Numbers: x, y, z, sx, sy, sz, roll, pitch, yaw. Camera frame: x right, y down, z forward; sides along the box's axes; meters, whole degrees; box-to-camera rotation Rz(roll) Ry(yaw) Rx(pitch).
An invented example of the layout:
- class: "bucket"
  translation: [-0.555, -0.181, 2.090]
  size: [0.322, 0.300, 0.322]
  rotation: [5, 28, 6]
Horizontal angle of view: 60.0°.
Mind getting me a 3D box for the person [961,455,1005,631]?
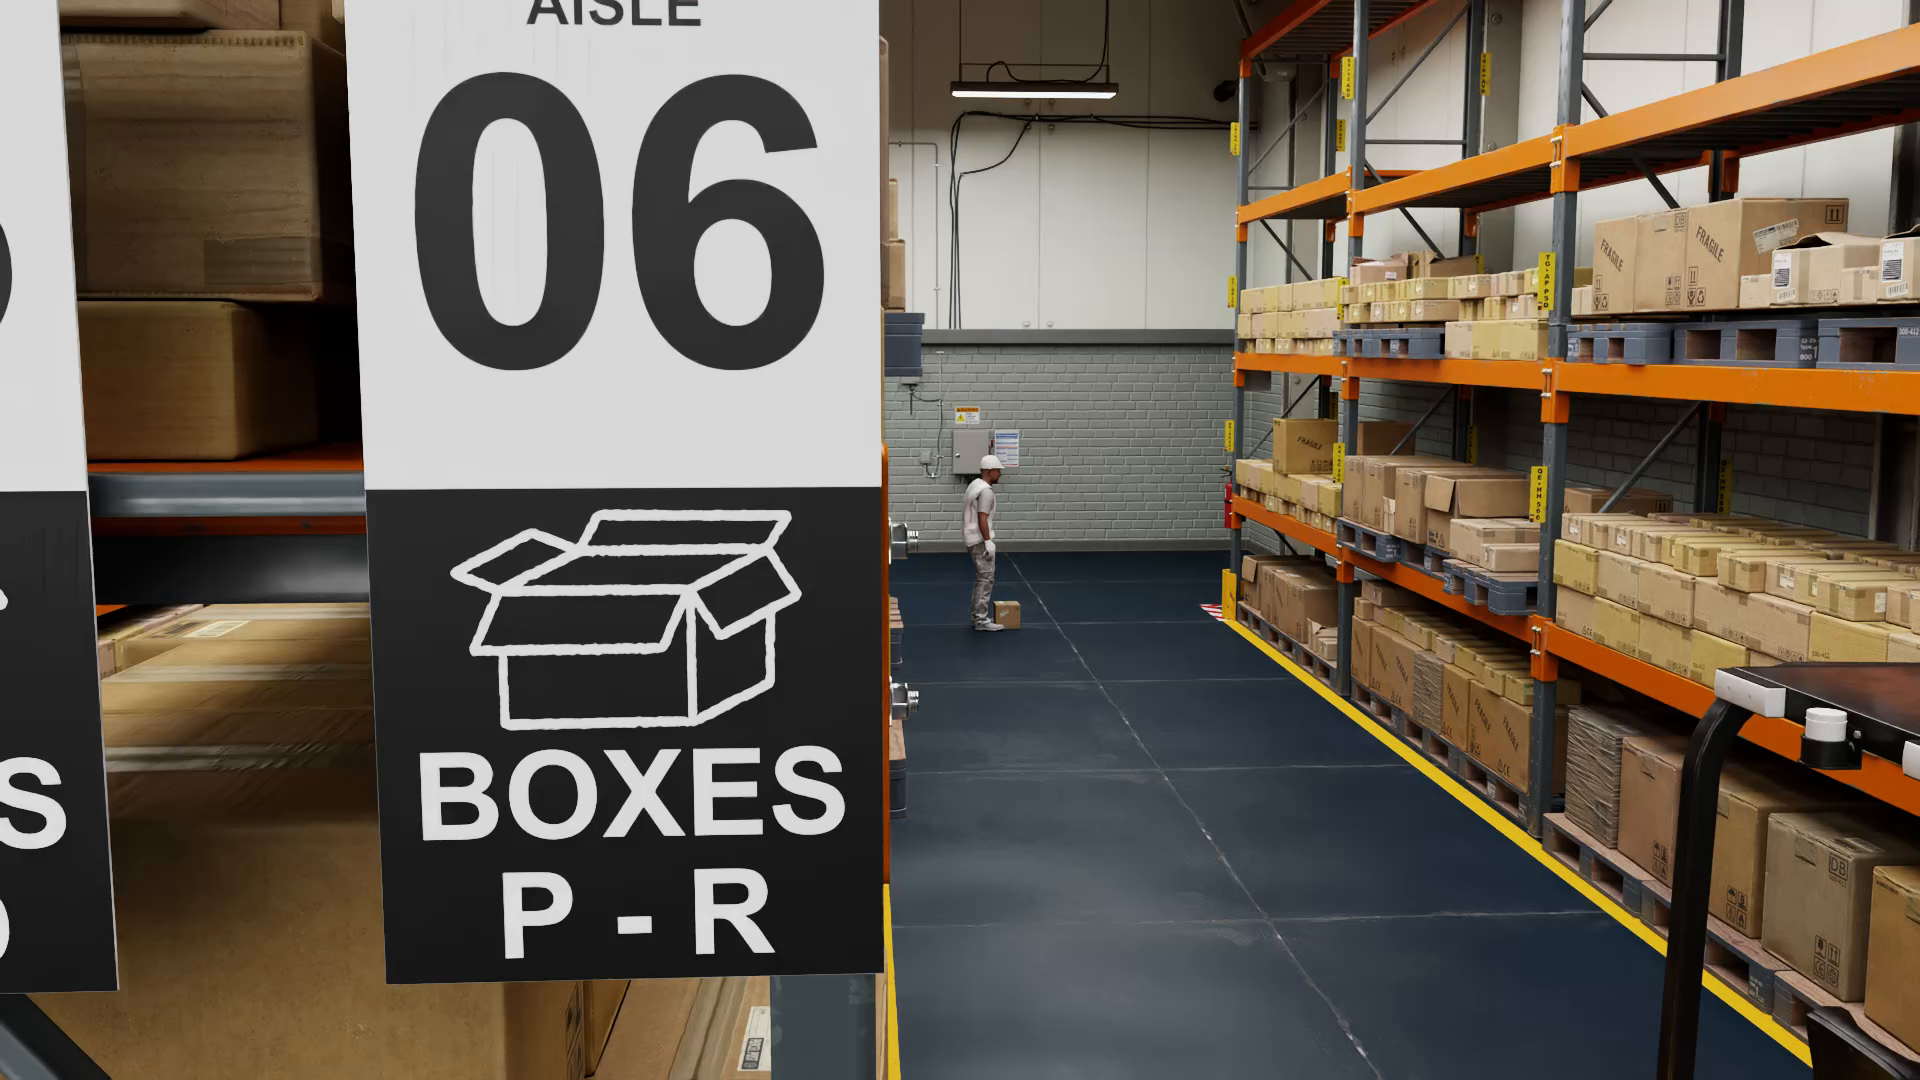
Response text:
- class: "person"
  translation: [0.248, 0.021, 17.019]
  size: [0.450, 1.772, 0.619]
  rotation: [-1, 7, -7]
